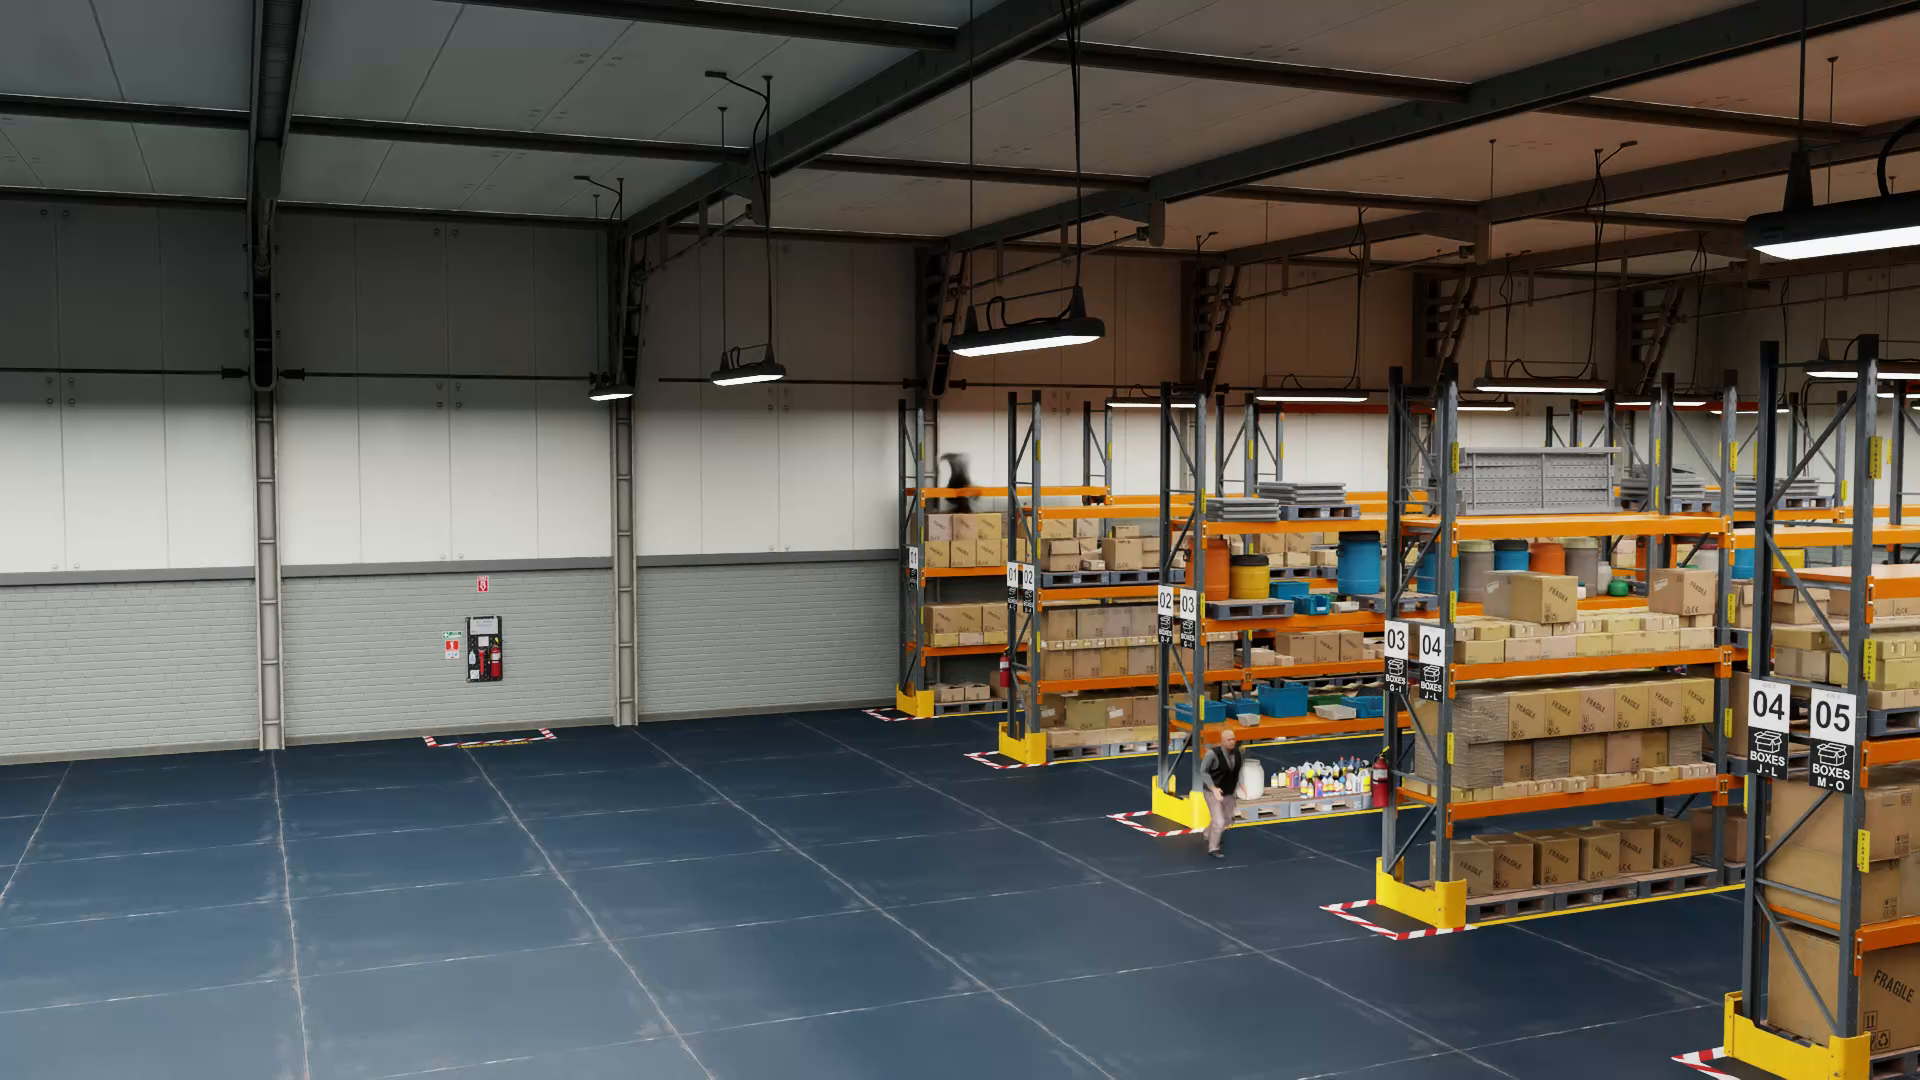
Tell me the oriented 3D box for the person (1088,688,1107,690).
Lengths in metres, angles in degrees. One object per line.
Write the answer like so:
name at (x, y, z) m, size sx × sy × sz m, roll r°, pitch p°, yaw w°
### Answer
person at (2.438, 2.615, 29.609) m, size 0.716 × 1.689 × 0.562 m, roll -2°, pitch 4°, yaw -26°

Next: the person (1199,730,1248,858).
person at (3.208, 3.136, 20.760) m, size 0.658 × 1.627 × 0.818 m, roll -2°, pitch 4°, yaw -30°

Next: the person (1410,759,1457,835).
person at (6.338, 3.068, 21.813) m, size 0.872 × 1.651 × 0.660 m, roll -2°, pitch 4°, yaw -30°
